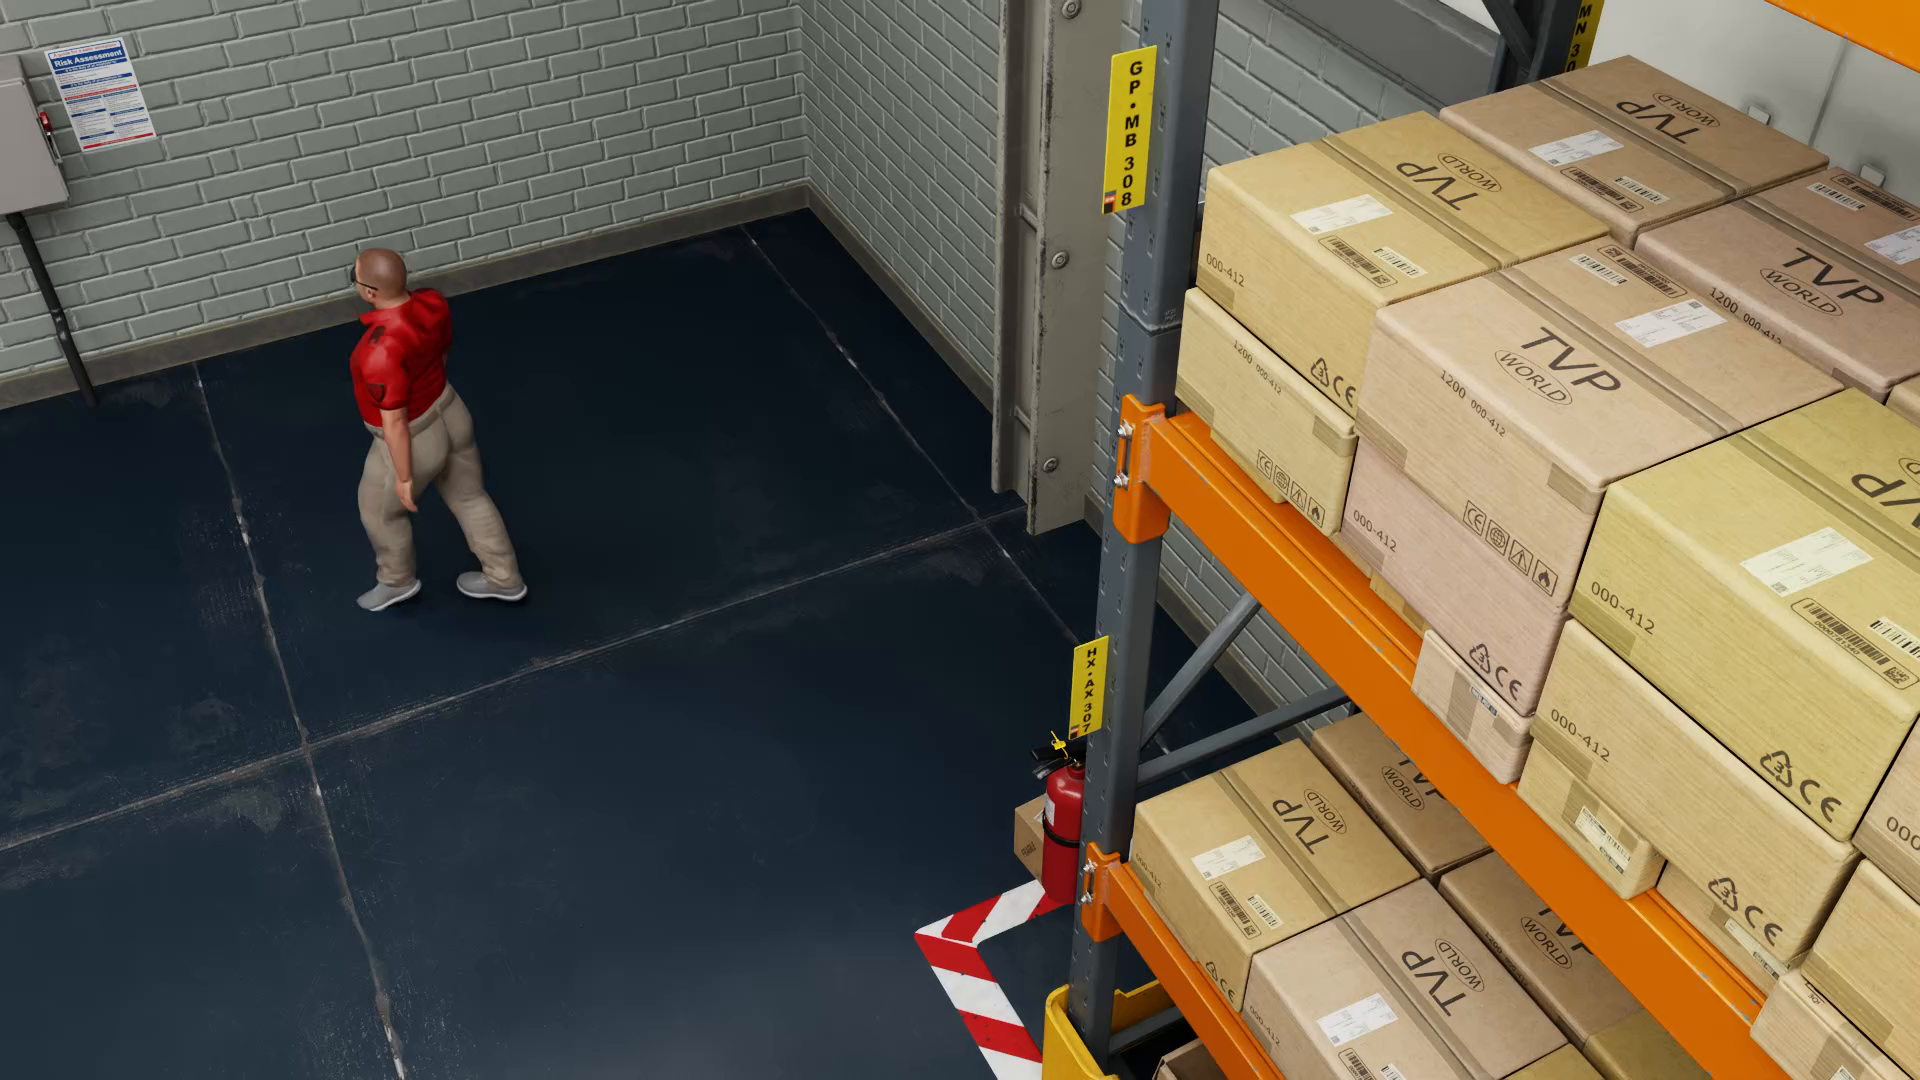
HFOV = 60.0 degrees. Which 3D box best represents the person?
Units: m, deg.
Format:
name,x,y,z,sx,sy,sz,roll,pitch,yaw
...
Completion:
name,x,y,z,sx,sy,sz,roll,pitch,yaw
person,-2.213,-0.408,6.669,0.725,1.781,0.579,14,43,15
